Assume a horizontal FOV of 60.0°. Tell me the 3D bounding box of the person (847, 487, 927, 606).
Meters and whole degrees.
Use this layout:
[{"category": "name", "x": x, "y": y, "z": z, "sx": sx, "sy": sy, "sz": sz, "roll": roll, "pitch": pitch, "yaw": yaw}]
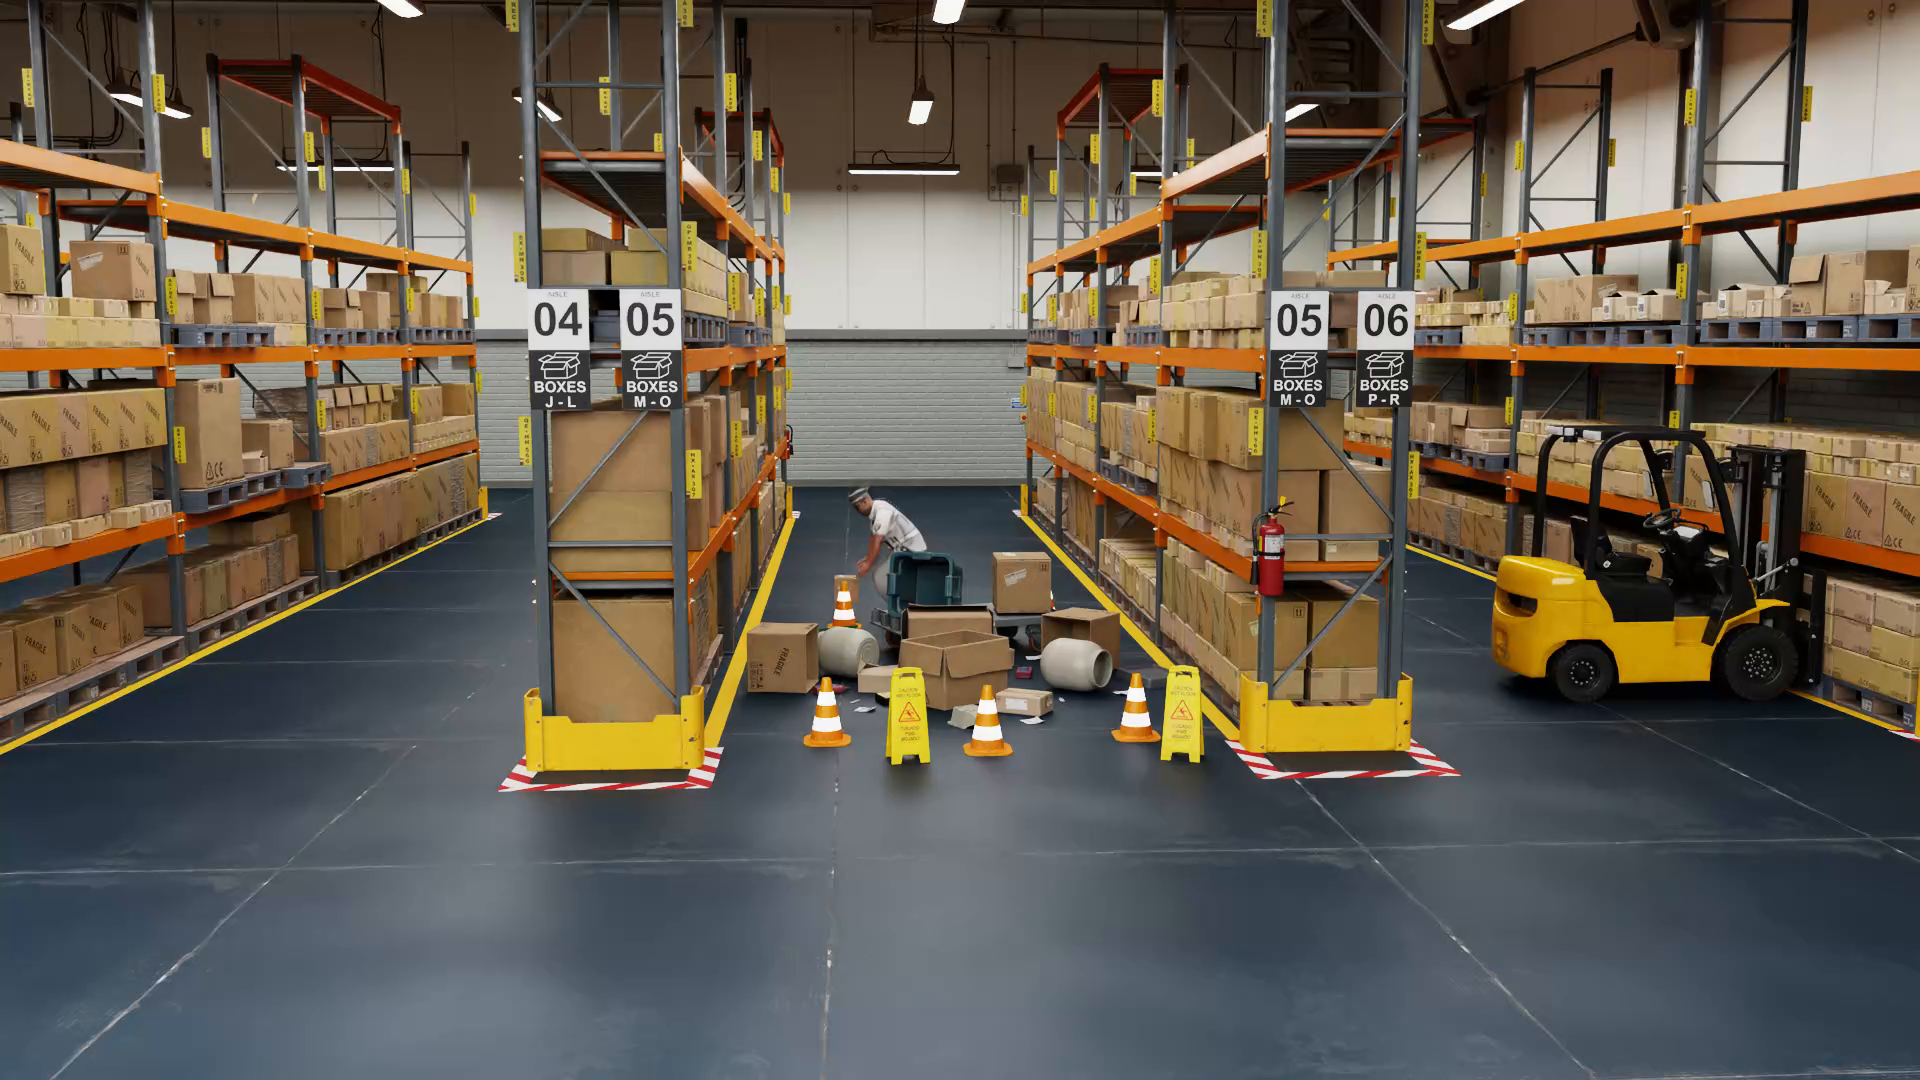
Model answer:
[{"category": "person", "x": -0.752, "y": 0.145, "z": 17.092, "sx": 0.824, "sy": 1.383, "sz": 0.590, "roll": 0, "pitch": 7, "yaw": -4}]
